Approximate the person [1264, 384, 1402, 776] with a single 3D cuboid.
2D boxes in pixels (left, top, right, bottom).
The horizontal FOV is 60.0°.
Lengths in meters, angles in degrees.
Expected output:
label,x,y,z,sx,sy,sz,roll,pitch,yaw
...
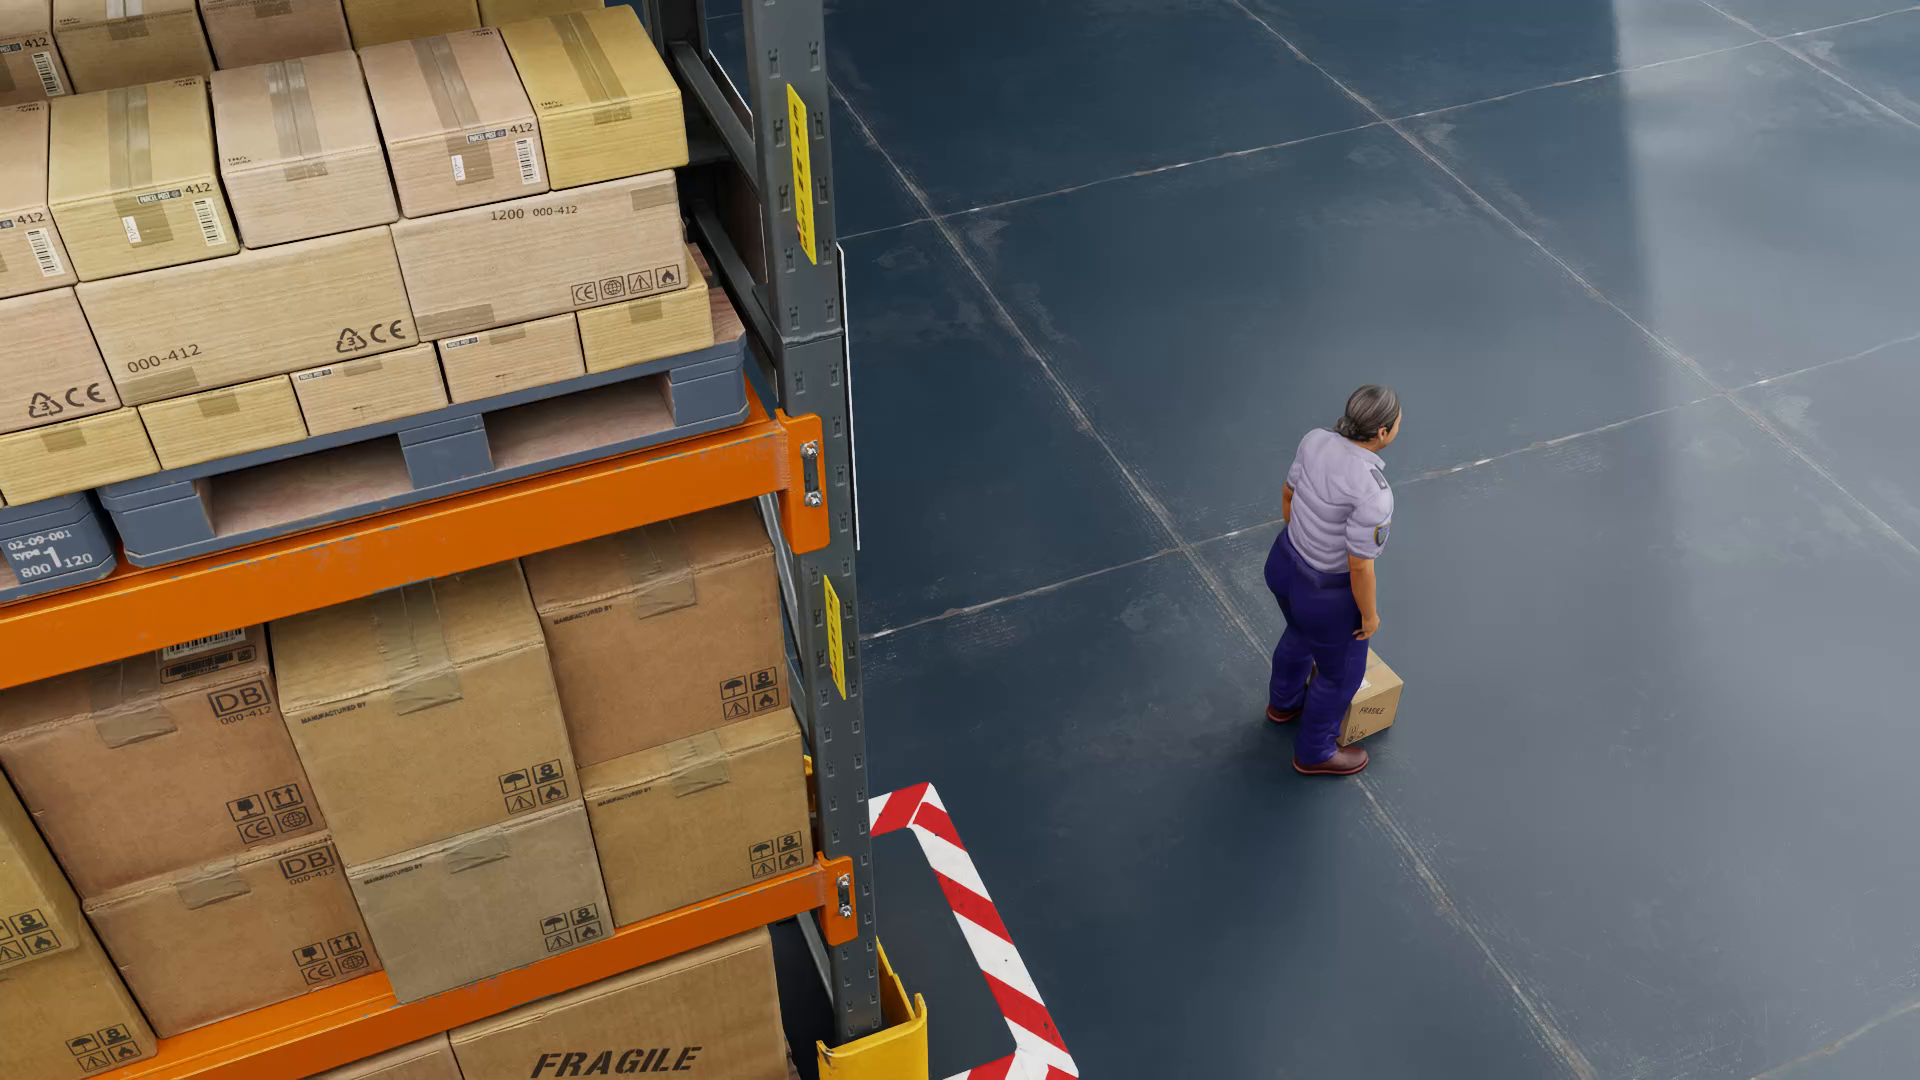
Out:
label,x,y,z,sx,sy,sz,roll,pitch,yaw
person,1.346,0.140,6.010,0.414,1.651,0.545,-16,44,-17
